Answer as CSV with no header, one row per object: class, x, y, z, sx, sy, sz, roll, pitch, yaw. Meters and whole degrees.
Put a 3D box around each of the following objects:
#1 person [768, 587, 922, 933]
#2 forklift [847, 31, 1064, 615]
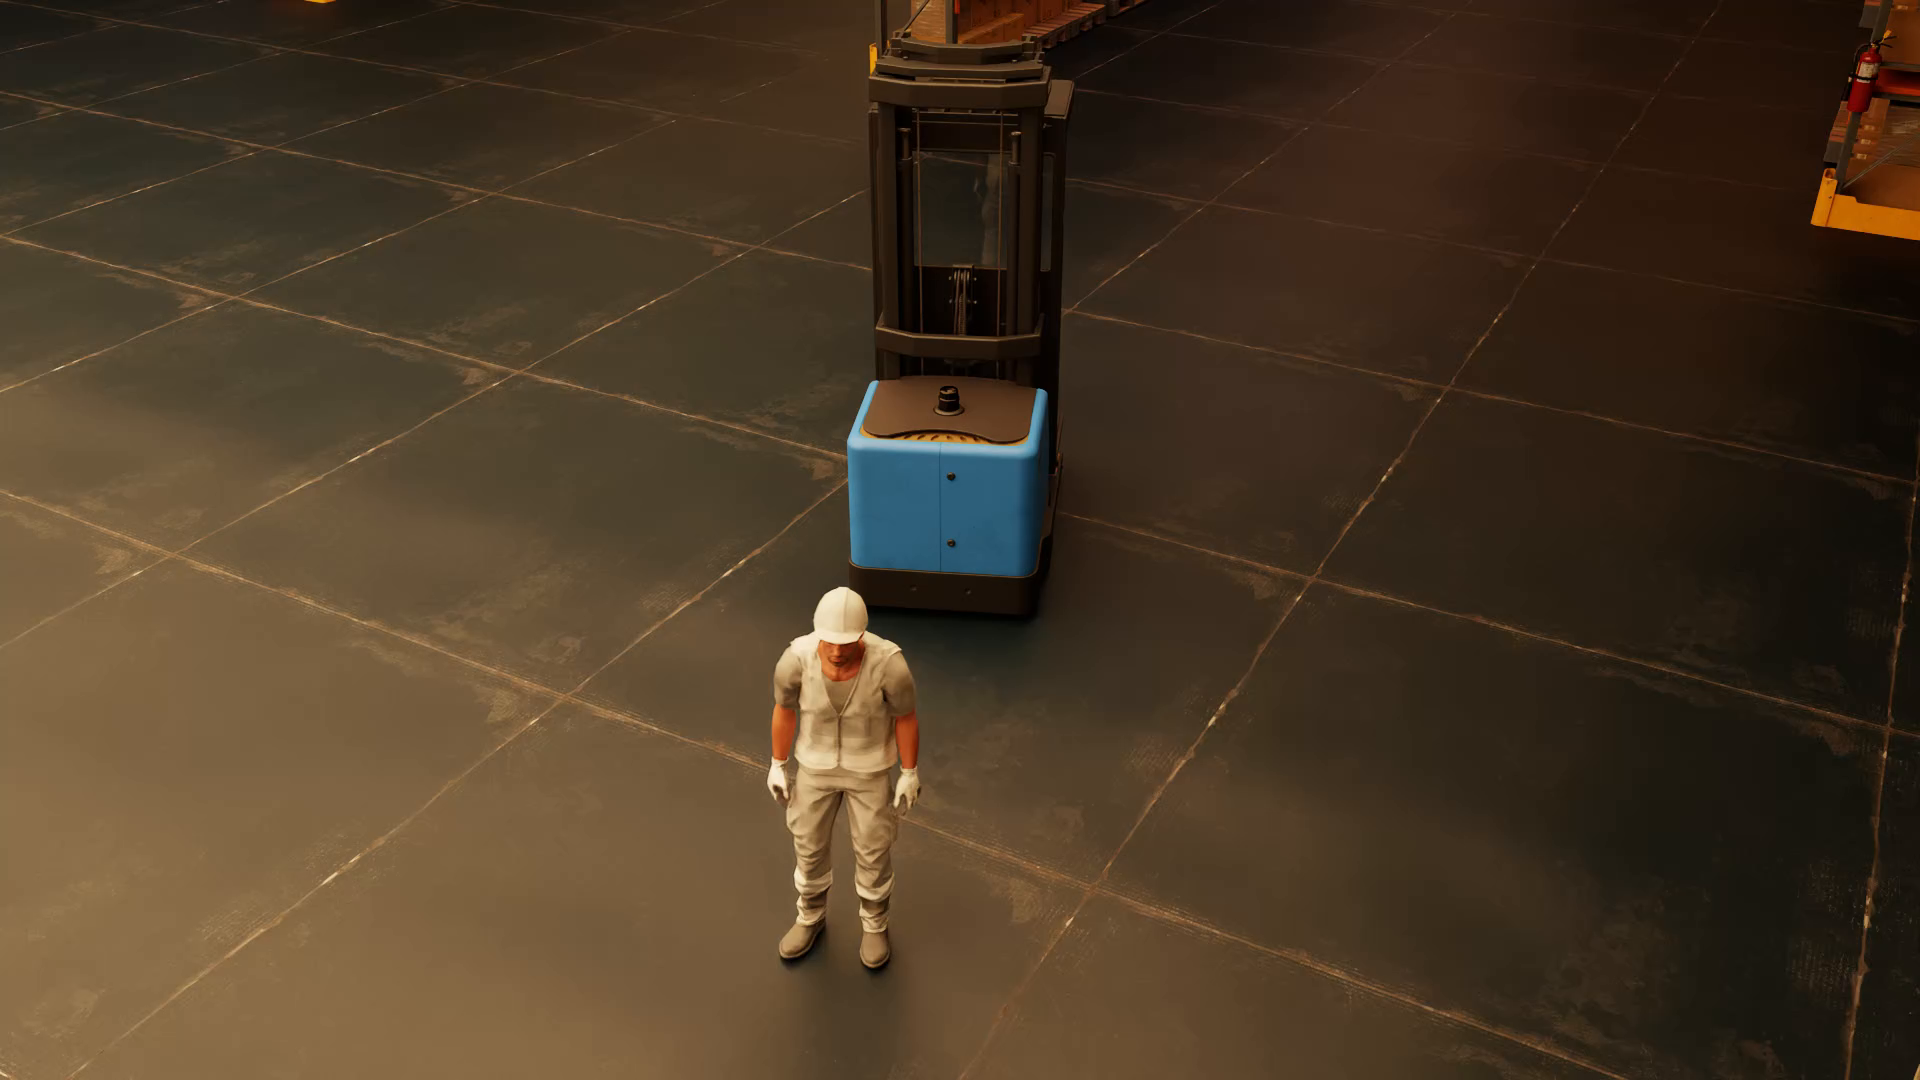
person,-0.460,0.905,6.601,0.617,1.720,0.452,3,30,5
forklift,0.072,-1.572,9.794,1.130,2.935,3.031,3,30,6
